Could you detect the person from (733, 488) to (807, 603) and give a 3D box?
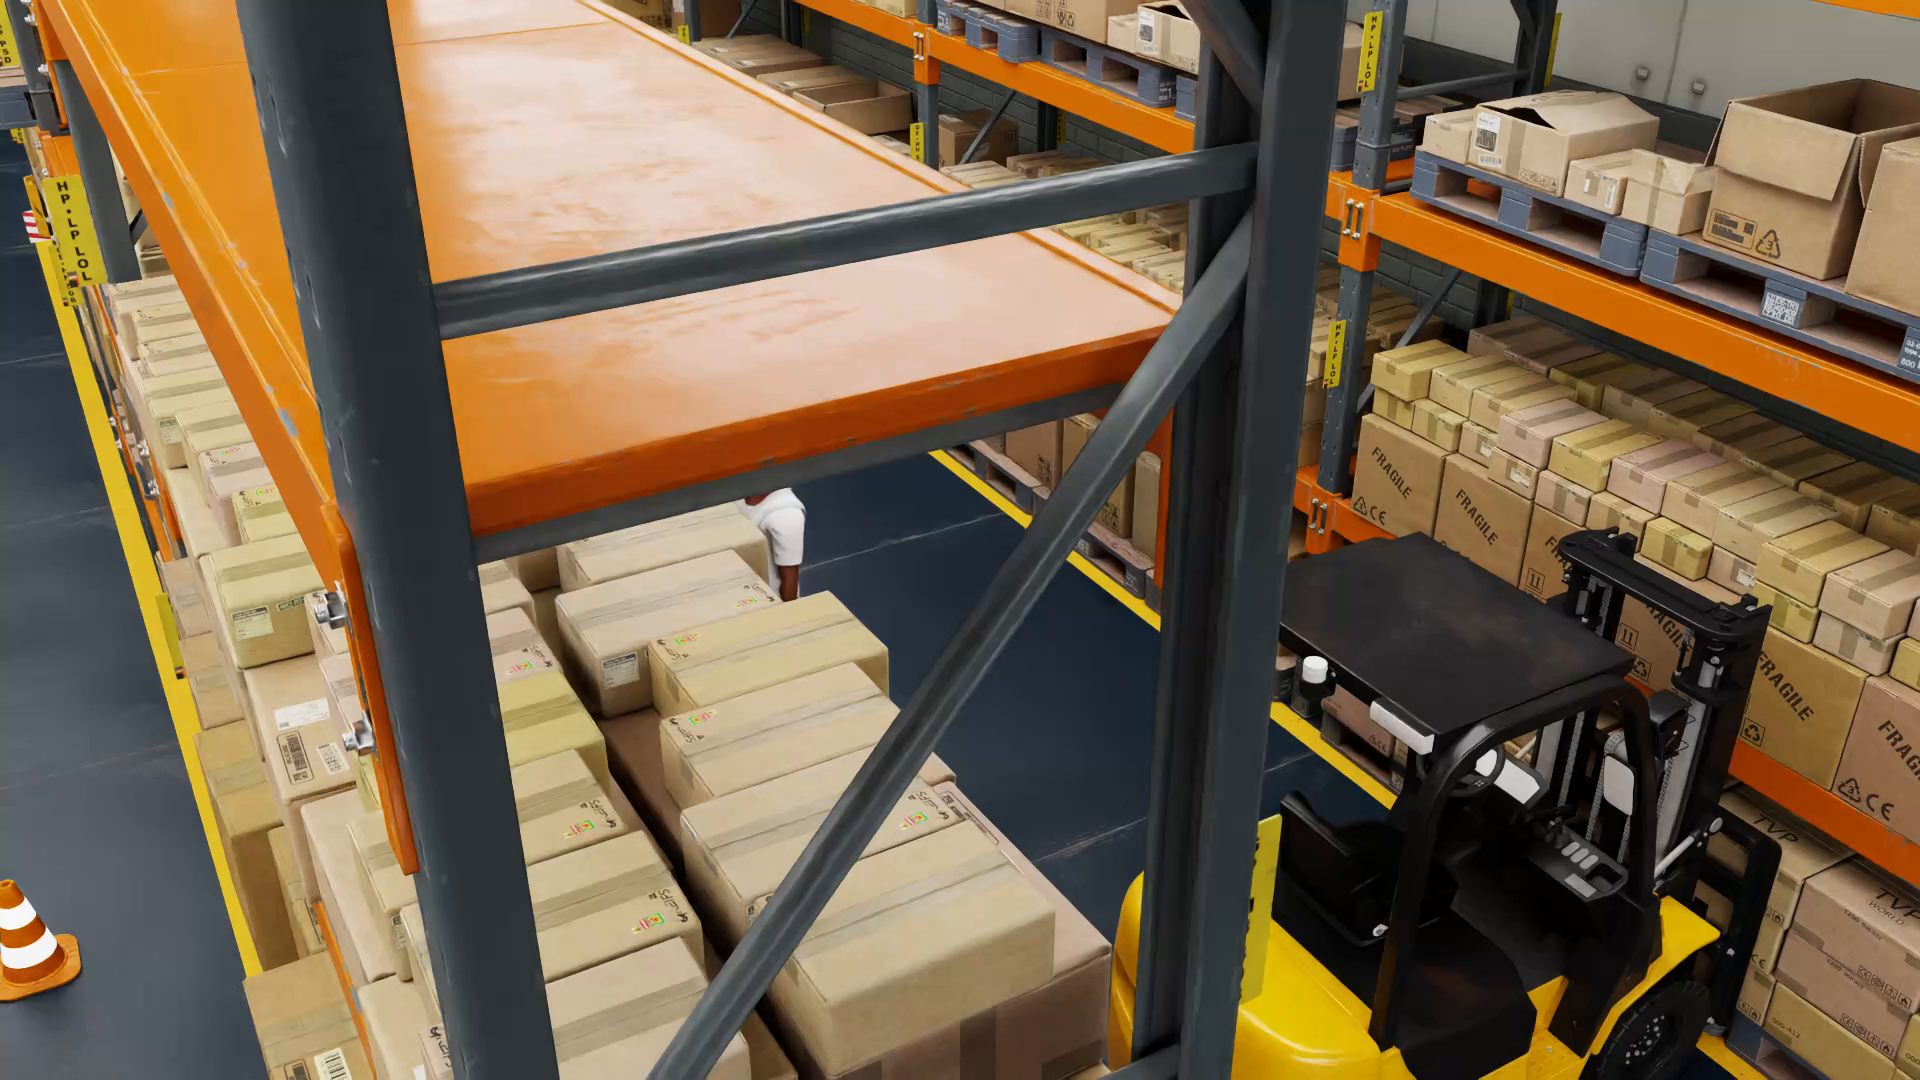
[{"bbox_3d":[-0.967,0.299,8.018,0.508,1.800,0.589,-15,32,-26],"label":"person"}]
